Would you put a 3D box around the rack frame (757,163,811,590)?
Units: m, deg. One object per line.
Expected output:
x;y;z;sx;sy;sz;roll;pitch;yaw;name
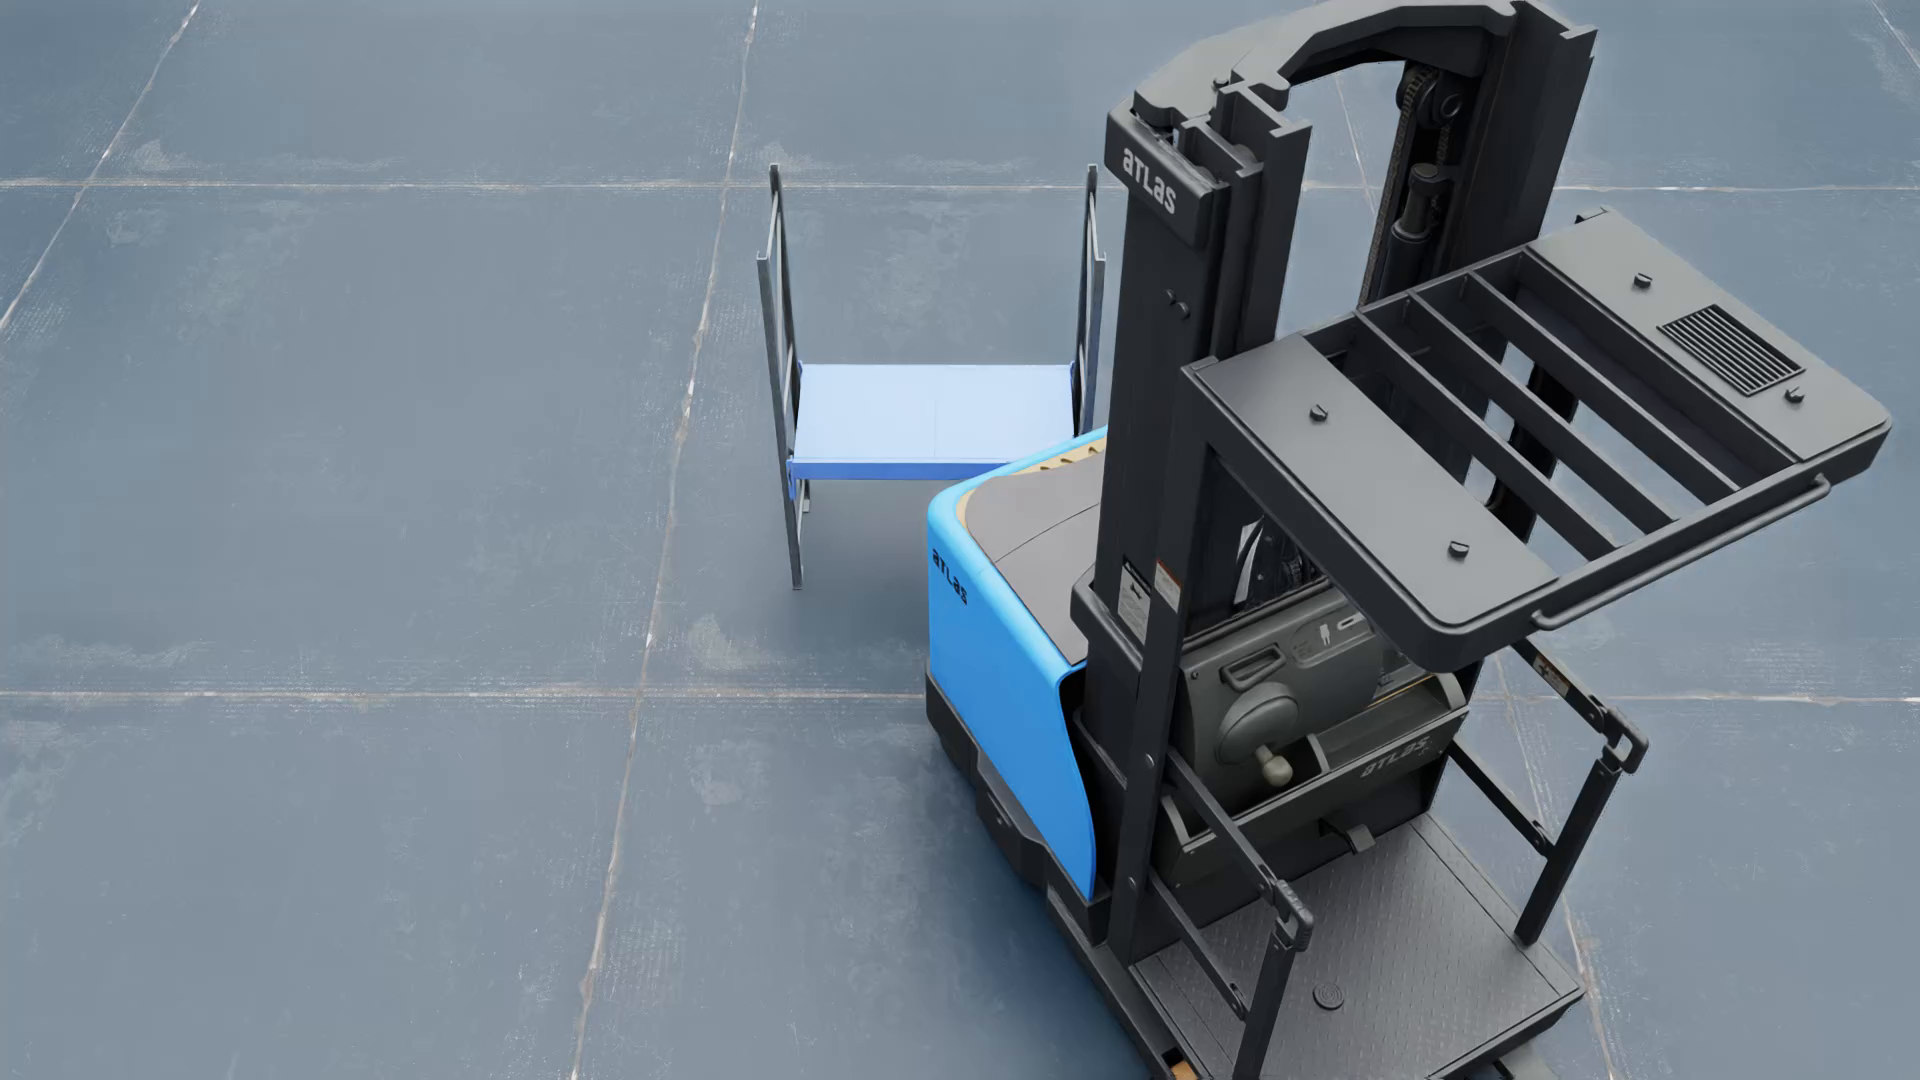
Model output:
-0.594;-0.513;5.703;0.032;1.500;0.500;0;47;0;rack frame

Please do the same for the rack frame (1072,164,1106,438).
0.423;-0.510;5.700;0.032;1.500;0.500;0;47;0;rack frame

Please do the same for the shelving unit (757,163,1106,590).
-0.085;-0.511;5.701;1.048;1.500;0.538;0;47;0;shelving unit

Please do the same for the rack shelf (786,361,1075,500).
-0.085;-0.389;5.833;1.000;0.185;0.538;0;47;0;rack shelf

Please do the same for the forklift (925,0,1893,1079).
1.040;0.377;3.897;1.130;2.935;3.031;-22;51;-19;forklift
